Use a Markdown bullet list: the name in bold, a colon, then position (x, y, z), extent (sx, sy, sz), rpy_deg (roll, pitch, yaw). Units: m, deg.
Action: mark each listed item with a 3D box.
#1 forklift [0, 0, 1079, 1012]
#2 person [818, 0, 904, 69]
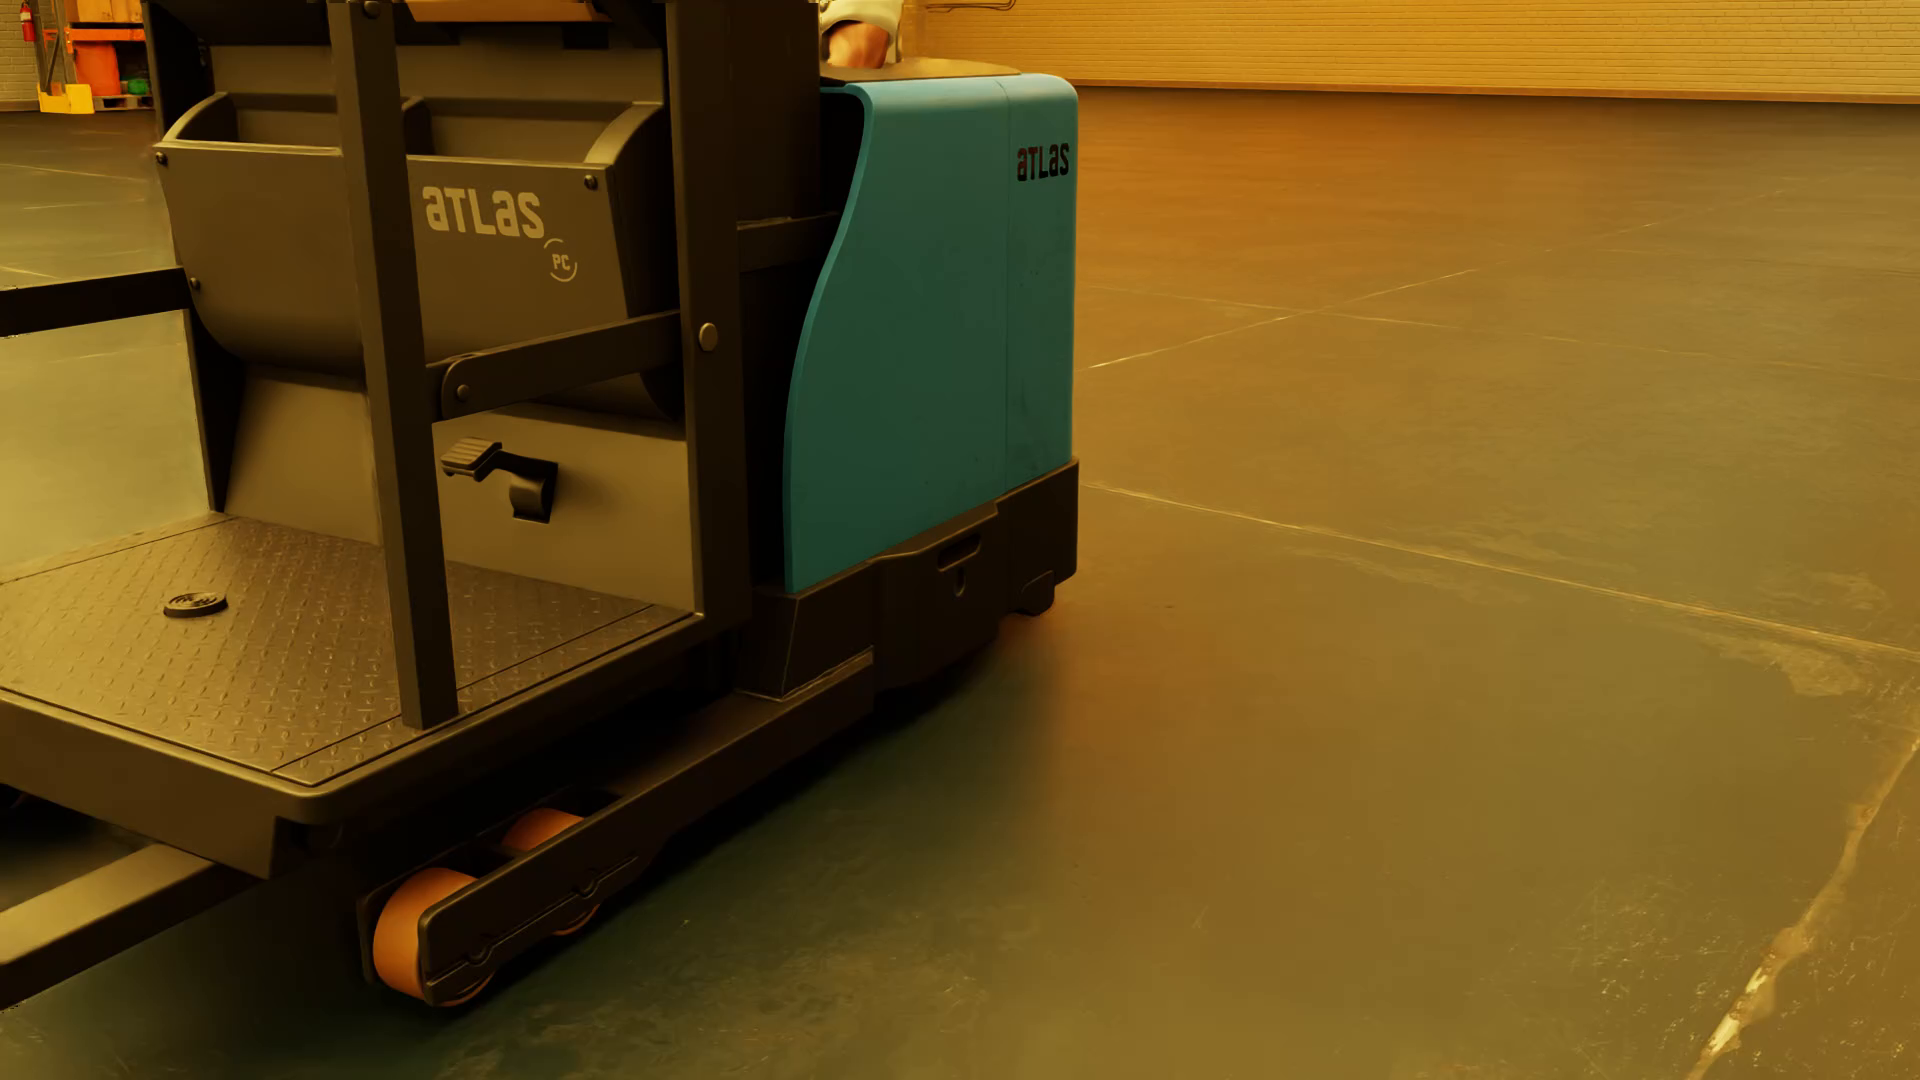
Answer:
- **forklift**: position (-0.929, -0.980, 2.124), extent (1.130, 2.935, 3.031), rpy_deg (10, 19, 29)
- **person**: position (-0.422, -0.641, 3.210), extent (0.630, 1.647, 0.795), rpy_deg (-4, 17, -14)
